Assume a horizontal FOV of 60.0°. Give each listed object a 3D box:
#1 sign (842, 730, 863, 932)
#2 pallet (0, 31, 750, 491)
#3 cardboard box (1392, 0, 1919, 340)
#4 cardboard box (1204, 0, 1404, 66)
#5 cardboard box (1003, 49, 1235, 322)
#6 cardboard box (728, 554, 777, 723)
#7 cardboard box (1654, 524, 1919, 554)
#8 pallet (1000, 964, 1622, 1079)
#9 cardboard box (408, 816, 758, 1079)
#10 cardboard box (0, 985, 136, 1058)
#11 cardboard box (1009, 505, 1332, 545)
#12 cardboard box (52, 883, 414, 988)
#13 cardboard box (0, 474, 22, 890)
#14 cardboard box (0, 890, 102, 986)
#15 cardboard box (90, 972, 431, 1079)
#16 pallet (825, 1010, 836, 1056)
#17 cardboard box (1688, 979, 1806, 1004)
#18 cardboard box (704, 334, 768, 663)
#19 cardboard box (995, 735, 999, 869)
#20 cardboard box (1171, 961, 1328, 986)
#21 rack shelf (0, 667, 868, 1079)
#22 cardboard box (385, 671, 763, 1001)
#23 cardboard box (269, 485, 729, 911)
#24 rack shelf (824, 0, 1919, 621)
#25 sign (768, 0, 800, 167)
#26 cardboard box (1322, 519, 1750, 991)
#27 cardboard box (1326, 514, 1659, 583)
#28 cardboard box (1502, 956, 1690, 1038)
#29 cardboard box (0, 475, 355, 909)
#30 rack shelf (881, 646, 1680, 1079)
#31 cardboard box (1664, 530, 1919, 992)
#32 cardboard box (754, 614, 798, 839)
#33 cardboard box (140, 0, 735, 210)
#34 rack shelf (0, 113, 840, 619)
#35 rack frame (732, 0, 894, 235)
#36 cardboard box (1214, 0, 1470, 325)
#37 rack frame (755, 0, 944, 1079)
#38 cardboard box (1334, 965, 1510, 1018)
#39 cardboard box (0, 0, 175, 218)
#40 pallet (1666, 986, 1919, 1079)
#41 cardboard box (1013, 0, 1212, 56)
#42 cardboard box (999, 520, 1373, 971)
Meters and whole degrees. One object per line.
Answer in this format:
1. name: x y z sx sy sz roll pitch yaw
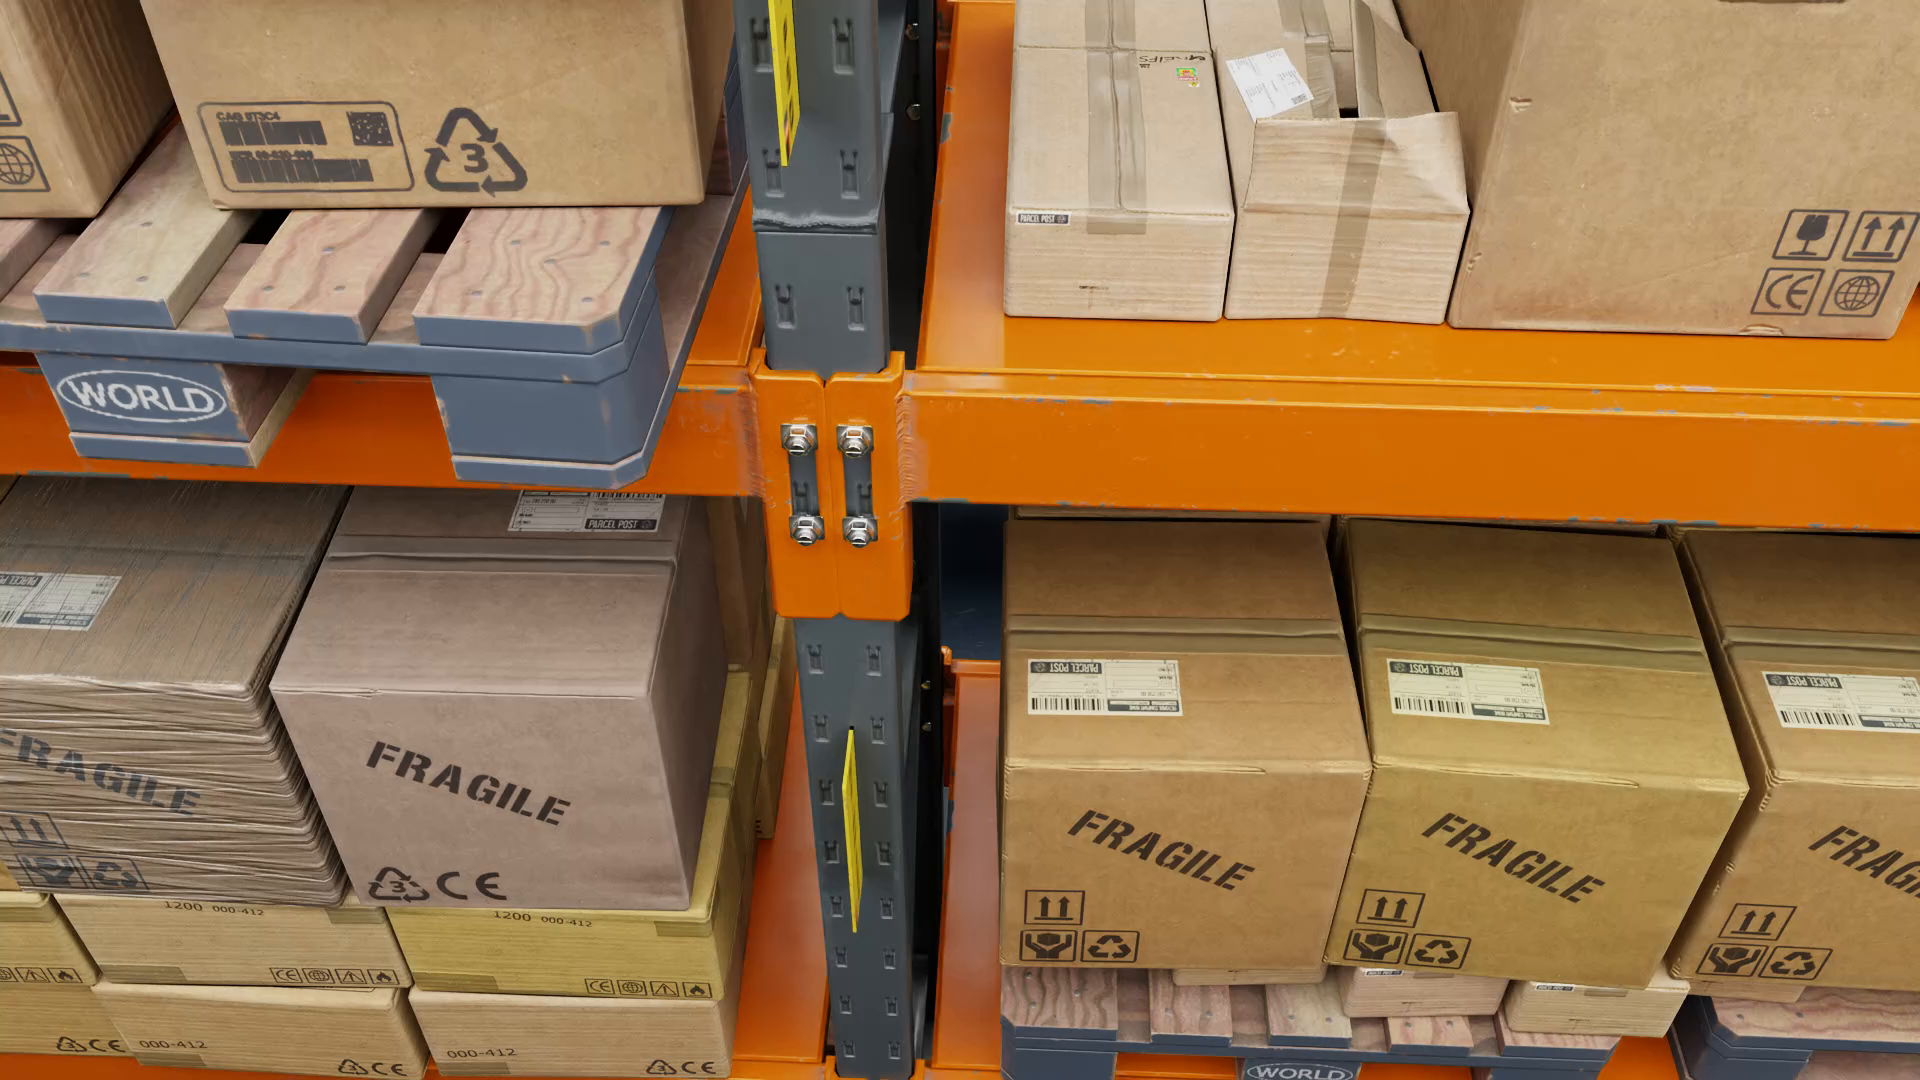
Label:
1. sign: -0.146 0.401 2.269 0.005 0.325 0.100 2 43 2
2. pallet: -0.770 -0.565 2.094 1.003 0.211 1.213 4 43 4
3. cardboard box: 0.822 -0.651 1.974 0.500 0.500 0.700 2 43 2
4. cardboard box: 0.449 -0.690 2.274 0.250 0.149 0.380 2 43 2
5. cardboard box: 0.183 -0.433 1.998 0.250 0.149 0.380 2 43 2
6. cardboard box: -0.619 0.135 3.147 0.500 0.250 0.500 1 43 2
7. cardboard box: 1.364 -0.004 2.954 0.500 0.500 0.500 -1 43 -1
8. pallet: 0.593 0.467 3.189 1.003 0.211 1.213 2 43 2
9. cardboard box: -0.641 0.663 2.948 0.500 0.250 0.500 0 43 0
10. cardboard box: -1.654 0.632 2.981 0.500 0.250 0.500 1 43 1
11. cardboard box: 0.343 -0.027 2.979 0.500 0.500 0.500 1 43 1
12. cardboard box: -1.132 0.464 2.795 0.500 0.250 0.500 1 43 1
13. cardboard box: -1.661 0.177 2.553 0.500 0.500 0.500 2 43 2
14. cardboard box: -1.644 0.462 2.797 0.500 0.250 0.500 1 43 1
15. cardboard box: -1.152 0.658 2.953 0.500 0.250 0.500 2 43 3
16. pallet: -0.908 1.392 4.101 1.213 0.211 1.003 2 43 2
17. cardboard box: 1.263 0.570 2.814 0.250 0.149 0.380 4 43 4
18. cardboard box: -0.606 -0.137 2.890 0.500 0.500 0.500 0 43 0
19. cardboard box: 0.192 0.522 2.865 0.250 0.149 0.380 -1 43 -1
20. cardboard box: 0.473 0.553 2.832 0.250 0.149 0.380 -1 43 -1
21. rack shelf: -2.122 0.649 3.381 4.000 0.370 1.077 2 43 2
22. cardboard box: -0.619 0.477 2.780 0.500 0.250 0.500 2 43 2
23. cardboard box: -0.652 0.207 2.520 0.500 0.500 0.500 1 43 1
24. rack shelf: 1.874 -0.326 2.226 4.000 0.370 1.077 2 43 2
25. sign: -0.157 -0.491 1.438 0.005 0.325 0.100 2 43 2
26. cardboard box: 0.836 0.331 2.595 0.500 0.500 0.500 4 43 4
27. cardboard box: 0.860 -0.019 2.970 0.500 0.500 0.500 1 43 1
28. cardboard box: 1.018 0.616 2.765 0.250 0.149 0.380 2 43 2
29. cardboard box: -1.165 0.197 2.531 0.500 0.500 0.500 2 43 3
30. rack shelf: 1.874 0.772 3.249 4.000 0.370 1.077 2 43 2
31. cardboard box: 1.367 0.342 2.582 0.500 0.500 0.500 2 43 3
32. cardboard box: -0.602 0.316 3.321 0.500 0.250 0.500 1 43 1
33. cardboard box: -0.508 -0.751 1.771 0.637 0.503 0.797 -1 43 -1
34. rack shelf: -2.122 -0.449 2.358 4.000 0.370 1.077 2 43 2
35. rack frame: -0.124 -1.748 1.025 0.127 3.000 1.000 2 43 2
36. cardboard box: 0.438 -0.468 1.950 0.258 0.266 0.396 2 43 2
37. rack frame: -0.124 0.447 3.070 0.127 3.000 1.000 2 43 2
38. cardboard box: 0.744 0.593 2.789 0.250 0.149 0.380 -1 43 -1
39. cardboard box: -1.122 -0.742 1.764 0.500 0.500 0.700 0 43 0
40. pallet: 1.855 0.550 3.100 1.213 0.211 1.003 2 43 2
41. cardboard box: 0.200 -0.692 2.276 0.250 0.149 0.380 2 43 2
42. cardboard box: 0.315 0.319 2.607 0.500 0.500 0.500 1 43 1
